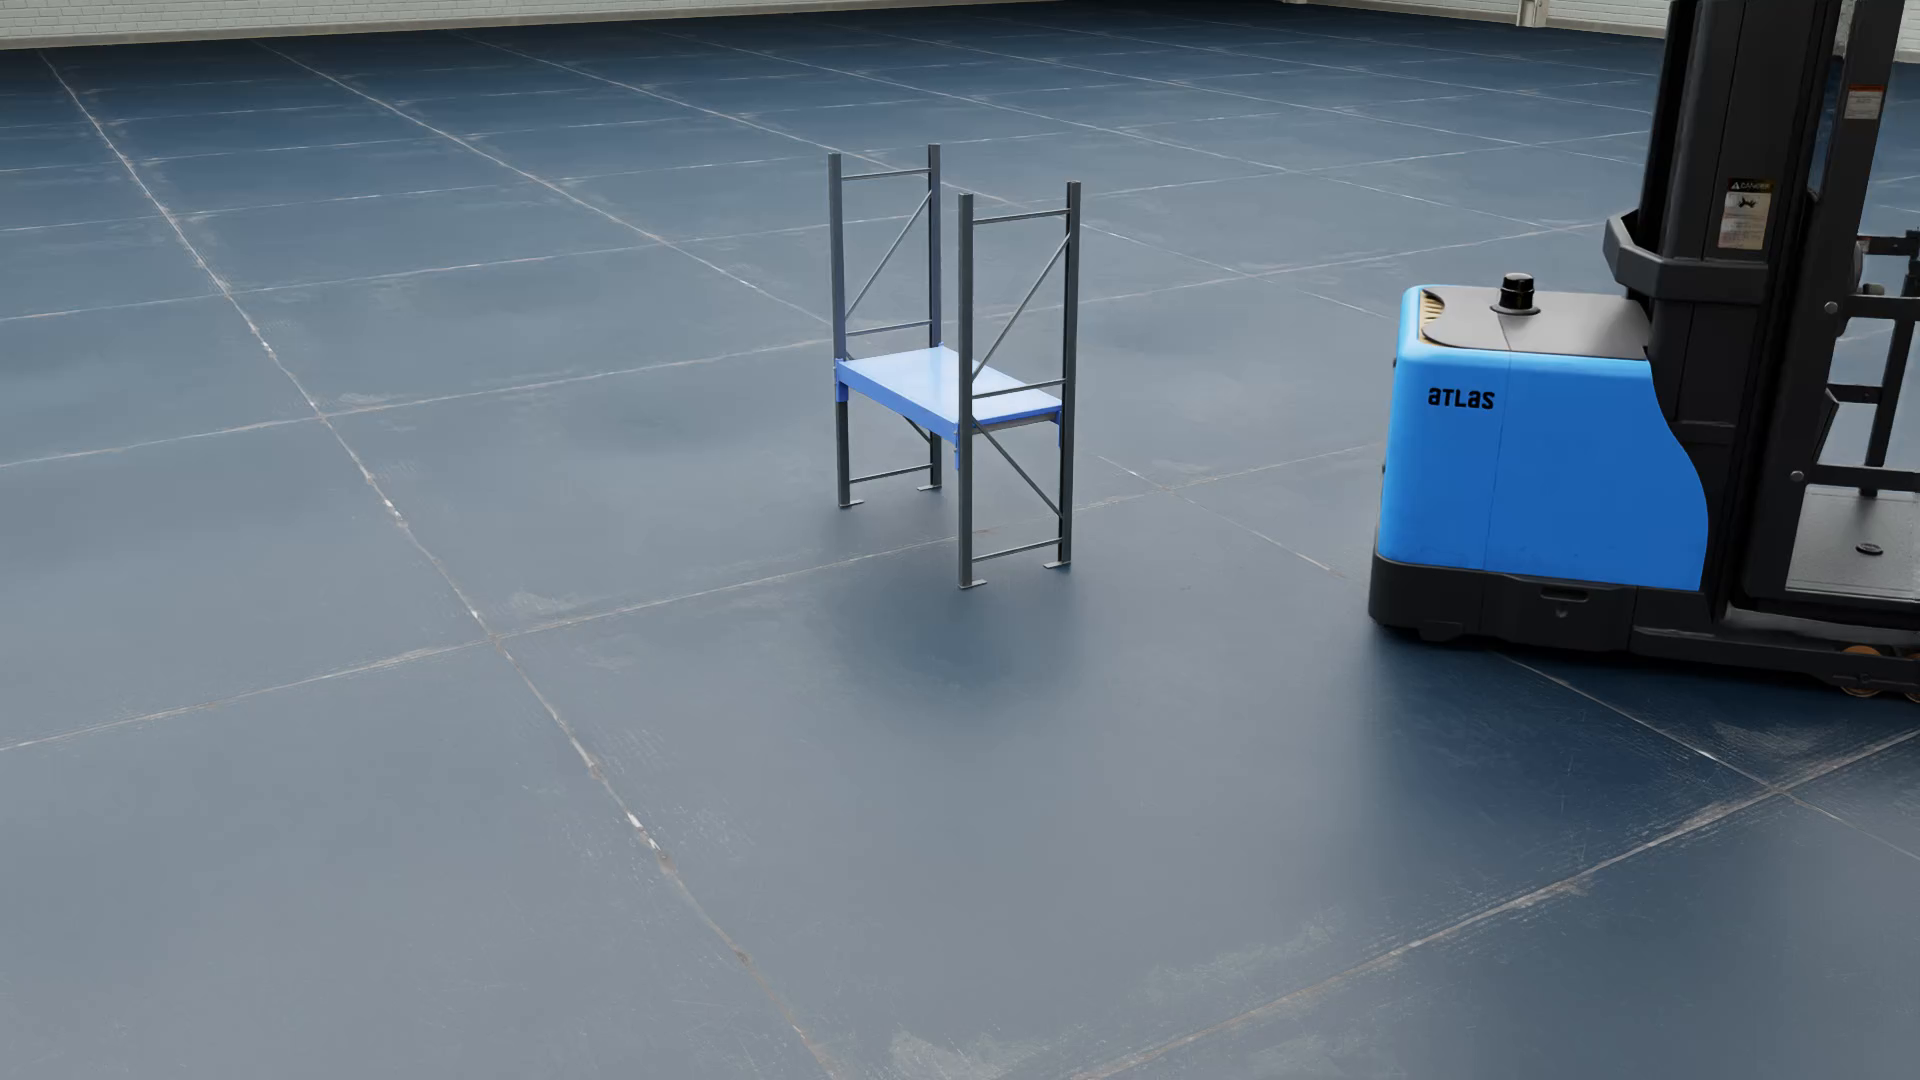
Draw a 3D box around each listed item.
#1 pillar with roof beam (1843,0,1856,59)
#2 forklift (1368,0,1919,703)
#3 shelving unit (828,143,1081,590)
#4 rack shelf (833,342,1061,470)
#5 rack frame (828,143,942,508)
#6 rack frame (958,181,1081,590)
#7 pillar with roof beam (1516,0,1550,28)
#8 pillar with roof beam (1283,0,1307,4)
[{"bbox_3d":[9.112,-10.166,19.873,9.100,9.000,0.400,-13,25,-28],"label":"pillar with roof beam"},{"bbox_3d":[3.040,-1.039,5.476,3.031,2.935,1.130,6,23,14],"label":"forklift"},{"bbox_3d":[-0.044,-0.722,6.597,0.538,1.500,1.048,-13,25,-28],"label":"shelving unit"},{"bbox_3d":[-0.044,-0.556,6.665,0.538,0.185,1.000,-13,25,-28],"label":"rack shelf"},{"bbox_3d":[-0.303,-0.887,7.002,0.500,1.500,0.032,-13,25,-28],"label":"rack frame"},{"bbox_3d":[0.216,-0.558,6.192,0.500,1.500,0.032,-13,25,-28],"label":"rack frame"},{"bbox_3d":[6.047,-12.109,24.651,9.100,9.000,0.400,-13,25,-28],"label":"pillar with roof beam"},{"bbox_3d":[2.982,-14.051,29.430,9.100,9.000,0.400,-13,25,-28],"label":"pillar with roof beam"}]
